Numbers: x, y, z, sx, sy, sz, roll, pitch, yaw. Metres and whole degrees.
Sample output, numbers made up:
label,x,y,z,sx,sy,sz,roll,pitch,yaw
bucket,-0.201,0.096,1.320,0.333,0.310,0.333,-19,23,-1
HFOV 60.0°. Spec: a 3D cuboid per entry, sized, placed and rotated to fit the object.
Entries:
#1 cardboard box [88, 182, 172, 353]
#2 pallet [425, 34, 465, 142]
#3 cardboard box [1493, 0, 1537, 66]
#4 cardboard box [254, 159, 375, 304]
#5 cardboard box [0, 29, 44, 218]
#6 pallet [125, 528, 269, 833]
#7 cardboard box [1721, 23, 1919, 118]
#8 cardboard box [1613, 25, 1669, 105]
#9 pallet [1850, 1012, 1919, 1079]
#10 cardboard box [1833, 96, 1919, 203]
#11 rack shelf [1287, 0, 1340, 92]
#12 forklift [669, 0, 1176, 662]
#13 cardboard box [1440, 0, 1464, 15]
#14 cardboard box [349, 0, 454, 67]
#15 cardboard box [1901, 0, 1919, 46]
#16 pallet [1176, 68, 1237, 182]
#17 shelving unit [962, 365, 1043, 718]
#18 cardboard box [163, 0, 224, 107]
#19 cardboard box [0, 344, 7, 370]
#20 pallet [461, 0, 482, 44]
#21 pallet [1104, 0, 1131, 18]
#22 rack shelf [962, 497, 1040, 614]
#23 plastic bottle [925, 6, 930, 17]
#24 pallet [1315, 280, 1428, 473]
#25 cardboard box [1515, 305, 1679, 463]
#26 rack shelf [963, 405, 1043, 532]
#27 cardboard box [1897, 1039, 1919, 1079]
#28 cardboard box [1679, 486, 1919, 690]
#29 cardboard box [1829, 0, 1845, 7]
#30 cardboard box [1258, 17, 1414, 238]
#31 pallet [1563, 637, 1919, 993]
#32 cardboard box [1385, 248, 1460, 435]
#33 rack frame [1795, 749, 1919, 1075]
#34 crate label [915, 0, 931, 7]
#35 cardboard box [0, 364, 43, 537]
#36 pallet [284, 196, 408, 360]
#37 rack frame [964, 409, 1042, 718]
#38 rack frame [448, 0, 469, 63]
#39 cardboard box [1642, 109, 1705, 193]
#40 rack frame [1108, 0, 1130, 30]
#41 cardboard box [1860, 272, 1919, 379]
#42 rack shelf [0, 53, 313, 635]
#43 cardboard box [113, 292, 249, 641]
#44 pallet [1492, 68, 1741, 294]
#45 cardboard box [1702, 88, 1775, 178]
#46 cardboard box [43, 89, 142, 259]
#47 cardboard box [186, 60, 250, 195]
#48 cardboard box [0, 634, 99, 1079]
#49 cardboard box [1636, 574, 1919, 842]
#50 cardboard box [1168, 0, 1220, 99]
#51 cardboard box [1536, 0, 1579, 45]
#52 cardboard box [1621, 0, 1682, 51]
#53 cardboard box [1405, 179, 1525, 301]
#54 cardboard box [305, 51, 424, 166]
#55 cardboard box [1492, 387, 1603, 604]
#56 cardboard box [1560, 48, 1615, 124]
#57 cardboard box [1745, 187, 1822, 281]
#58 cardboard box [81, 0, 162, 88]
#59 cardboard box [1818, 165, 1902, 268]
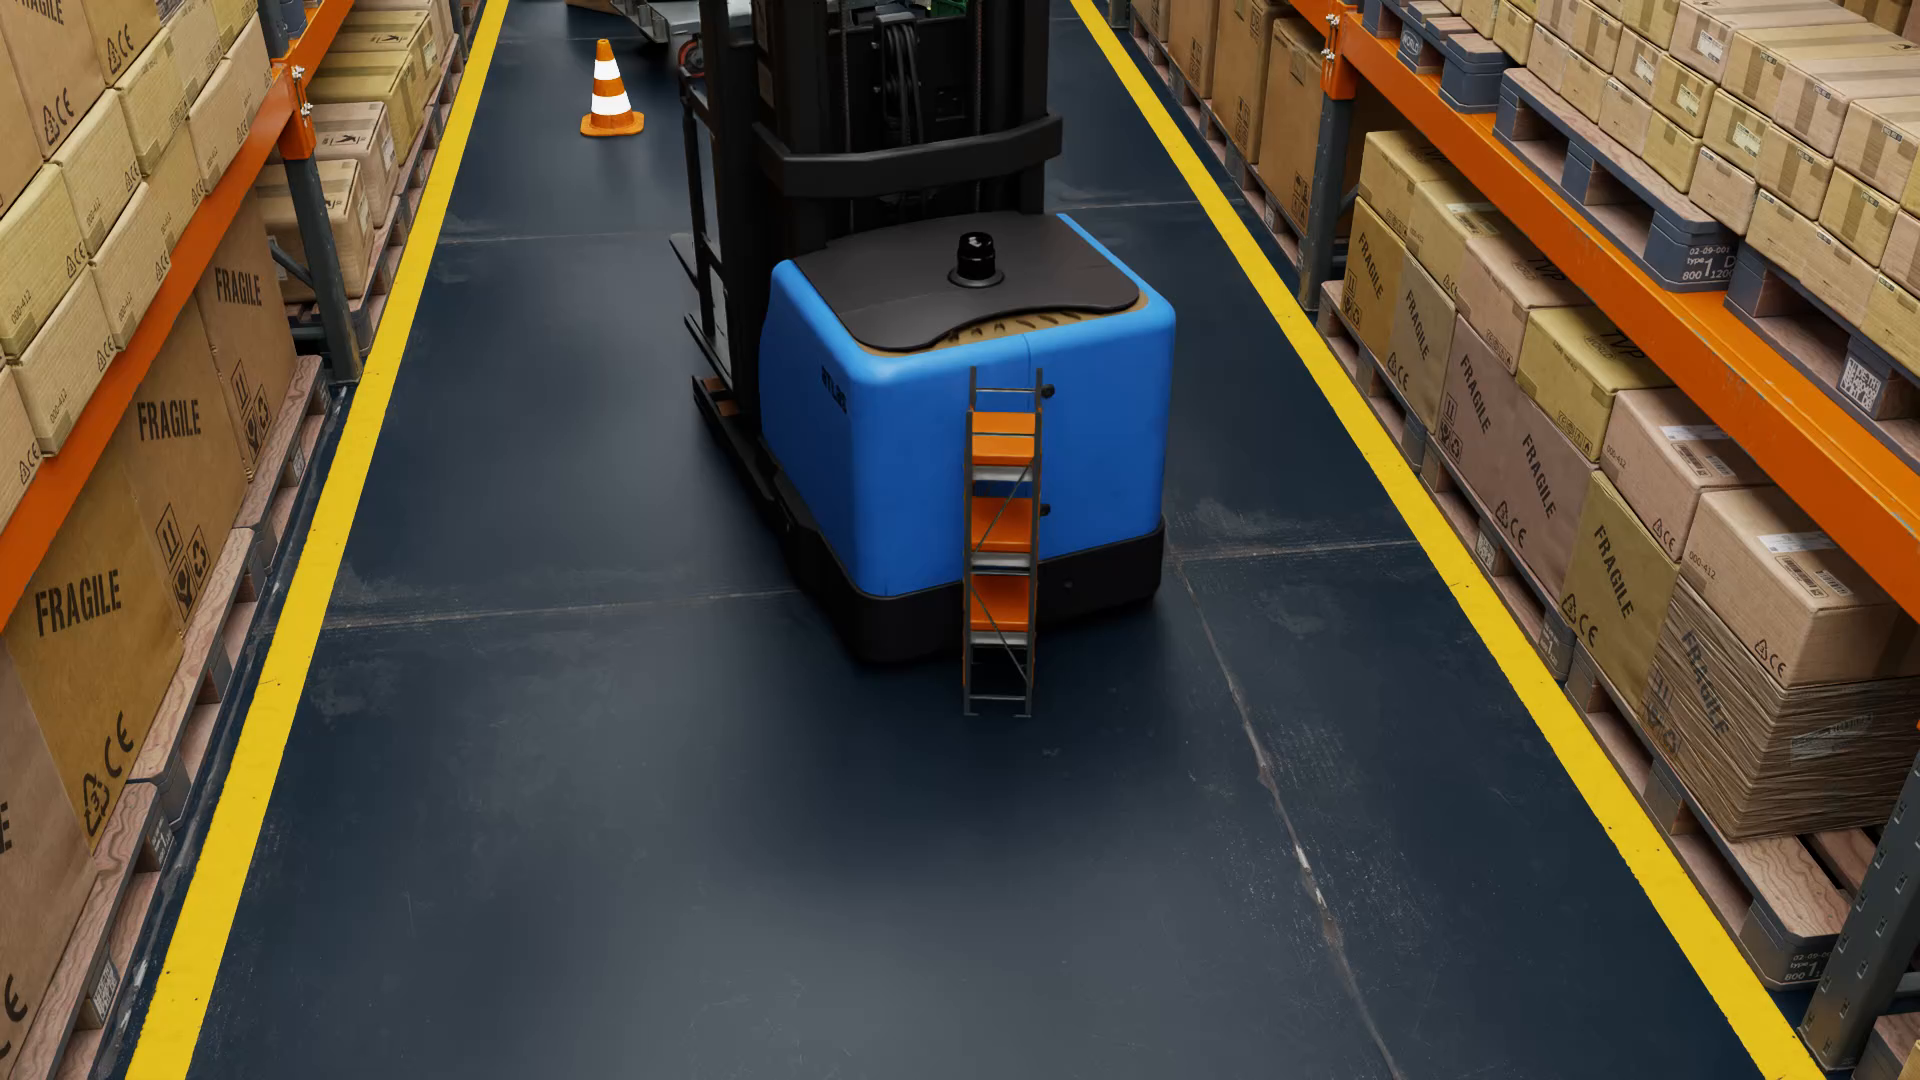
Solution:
label,x,y,z,sx,sy,sz,roll,pitch,yaw
cardboard box,-2.353,-0.684,4.224,0.500,0.250,0.500,-5,35,-7
pallet,-3.342,-2.503,9.235,1.003,0.211,1.213,-4,35,-6
cardboard box,1.951,-1.643,5.347,0.380,0.149,0.250,-3,34,-4
cardboard box,-2.977,-1.261,6.897,0.950,0.372,0.625,-7,35,-10
cardboard box,-2.308,-0.909,3.443,0.500,0.500,0.500,-5,35,-8
pallet,-2.719,0.420,4.946,1.003,0.211,1.213,-4,35,-6
cardboard box,2.136,-1.159,4.109,0.380,0.149,0.250,-5,35,-8
cardboard box,2.062,-1.327,4.620,0.380,0.149,0.250,-3,34,-5
pallet,2.644,1.468,3.408,1.003,0.211,1.213,-4,35,-6
cardboard box,2.202,-0.875,3.693,0.380,0.149,0.250,-5,35,-8
rack shelf,1.712,-3.107,8.285,1.077,0.370,4.000,-4,35,-6
forklift,-0.383,-1.659,5.582,1.130,2.935,3.031,-13,36,-19
cardboard box,1.877,-1.944,5.789,0.380,0.149,0.250,-3,34,-4
cardboard box,-3.376,-2.885,9.280,0.950,0.372,0.625,-4,34,-6
cardboard box,2.747,-1.348,4.386,0.380,0.149,0.250,-3,34,-5
pallet,1.789,-2.261,8.881,1.003,0.211,1.213,-4,35,-6
shelving unit,0.120,0.025,4.780,0.215,1.050,0.252,2,34,2
cardboard box,-2.521,-1.465,4.925,0.500,0.250,0.500,-5,35,-8
cardboard box,-2.250,-0.325,3.253,0.500,0.250,0.500,-4,34,-6
pallet,-3.574,-3.309,10.418,1.003,0.211,1.213,-4,35,-6
pallet,1.418,-3.799,11.137,1.003,0.211,1.213,-4,35,-6
rack shelf,0.120,0.034,4.786,0.215,0.259,0.240,2,34,2
plastic bottle,-0.090,-3.346,10.606,0.133,0.061,0.283,-24,41,-30
pallet,2.084,-0.700,6.590,1.003,0.211,1.213,-4,35,-6
cardboard box,2.027,-0.485,4.979,0.500,0.250,0.500,-6,35,-8
rack shelf,0.121,-0.201,4.626,0.215,0.259,0.240,2,34,2
cardboard box,2.249,1.176,3.520,0.380,0.149,0.250,-6,35,-8
cardboard box,2.168,0.097,4.125,0.500,0.250,0.500,-5,35,-8
cardboard box,2.673,-1.644,4.820,0.380,0.149,0.250,-3,34,-4
cardboard box,1.988,-1.879,7.468,1.050,0.750,0.750,-5,35,-7
pallet,2.413,0.662,4.592,1.003,0.211,1.213,-4,35,-6
cardboard box,1.894,-0.735,6.011,0.500,0.500,0.500,-4,34,-6
rack frame,2.519,-0.056,3.169,1.000,3.000,0.127,-4,35,-6
crate label,-0.235,-3.590,10.896,0.250,0.136,0.298,27,43,34
cardboard box,-2.241,-0.117,3.392,0.500,0.250,0.500,-5,35,-8
pallet,-3.014,-1.141,7.237,1.003,0.211,1.213,-4,35,-6
rack frame,0.114,0.094,4.679,0.200,1.050,0.008,2,34,2
rack frame,-3.449,-4.089,9.087,1.000,3.000,0.127,-4,35,-6
cardboard box,2.091,-1.060,4.491,0.380,0.149,0.250,-3,34,-4
rack frame,1.443,-4.521,9.720,1.000,3.000,0.127,-4,35,-6
cardboard box,2.233,-0.478,3.638,0.380,0.149,0.250,-4,34,-6
rack shelf,-2.642,-0.444,4.377,1.077,0.370,4.000,-4,35,-6
cardboard box,-2.784,-0.263,4.986,0.875,0.875,0.875,-4,34,-6
pallet,2.288,-1.108,4.882,1.003,0.211,1.213,-4,35,-6
cardboard box,2.128,-1.039,4.197,0.380,0.149,0.250,-6,35,-9
cardboard box,-2.362,-0.891,4.083,0.500,0.250,0.500,-5,35,-8
cardboard box,-2.501,-1.249,5.052,0.500,0.250,0.500,-4,34,-6
cardboard box,-2.535,0.739,3.515,0.875,0.875,0.875,-3,34,-5
cardboard box,2.170,0.409,4.333,0.500,0.500,0.500,-5,35,-7
cardboard box,1.741,-2.886,8.947,1.050,0.750,0.750,-4,35,-6
cardboard box,1.991,-1.617,5.045,0.380,0.149,0.250,-4,35,-6
cardboard box,2.059,-1.459,4.549,0.380,0.149,0.250,-5,35,-7
cardboard box,1.902,-1.053,5.812,0.500,0.250,0.500,-5,35,-7
cardboard box,-3.180,-2.096,8.122,0.950,0.372,0.625,-3,34,-5
cardboard box,2.036,-0.164,5.174,0.500,0.500,0.500,-5,35,-7
cardboard box,2.021,-1.354,4.923,0.380,0.149,0.250,-4,34,-6
cardboard box,2.169,-0.757,4.047,0.380,0.149,0.250,-6,35,-9
cardboard box,-2.445,-1.480,4.281,0.500,0.500,0.500,-4,35,-6
cardboard box,2.202,-0.742,3.761,0.380,0.149,0.250,-3,34,-4
